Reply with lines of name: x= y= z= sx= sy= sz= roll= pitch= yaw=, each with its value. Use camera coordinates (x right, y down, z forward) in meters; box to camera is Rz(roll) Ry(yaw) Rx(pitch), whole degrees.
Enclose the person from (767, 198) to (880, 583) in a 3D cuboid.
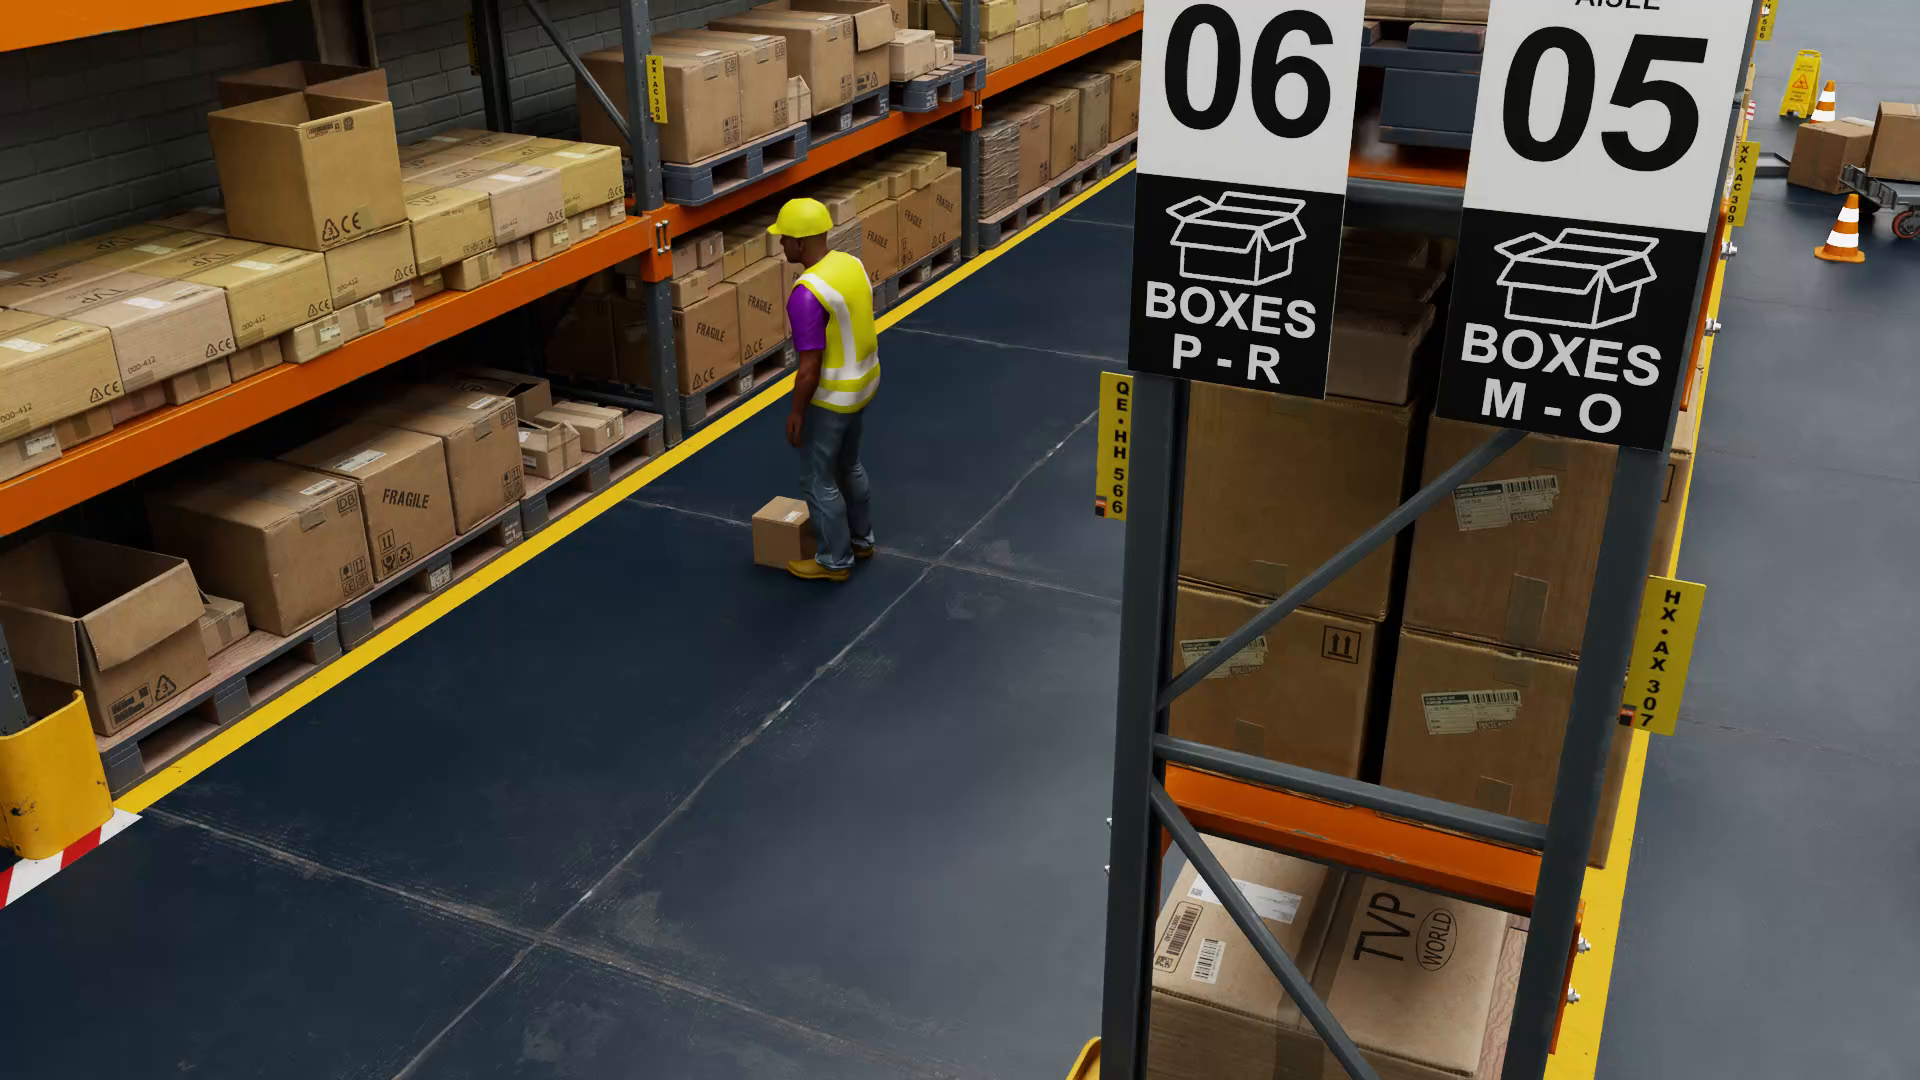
person: x=-0.602 y=-0.664 z=7.454 sx=0.455 sy=1.761 sz=0.635 roll=10 pitch=28 yaw=19
